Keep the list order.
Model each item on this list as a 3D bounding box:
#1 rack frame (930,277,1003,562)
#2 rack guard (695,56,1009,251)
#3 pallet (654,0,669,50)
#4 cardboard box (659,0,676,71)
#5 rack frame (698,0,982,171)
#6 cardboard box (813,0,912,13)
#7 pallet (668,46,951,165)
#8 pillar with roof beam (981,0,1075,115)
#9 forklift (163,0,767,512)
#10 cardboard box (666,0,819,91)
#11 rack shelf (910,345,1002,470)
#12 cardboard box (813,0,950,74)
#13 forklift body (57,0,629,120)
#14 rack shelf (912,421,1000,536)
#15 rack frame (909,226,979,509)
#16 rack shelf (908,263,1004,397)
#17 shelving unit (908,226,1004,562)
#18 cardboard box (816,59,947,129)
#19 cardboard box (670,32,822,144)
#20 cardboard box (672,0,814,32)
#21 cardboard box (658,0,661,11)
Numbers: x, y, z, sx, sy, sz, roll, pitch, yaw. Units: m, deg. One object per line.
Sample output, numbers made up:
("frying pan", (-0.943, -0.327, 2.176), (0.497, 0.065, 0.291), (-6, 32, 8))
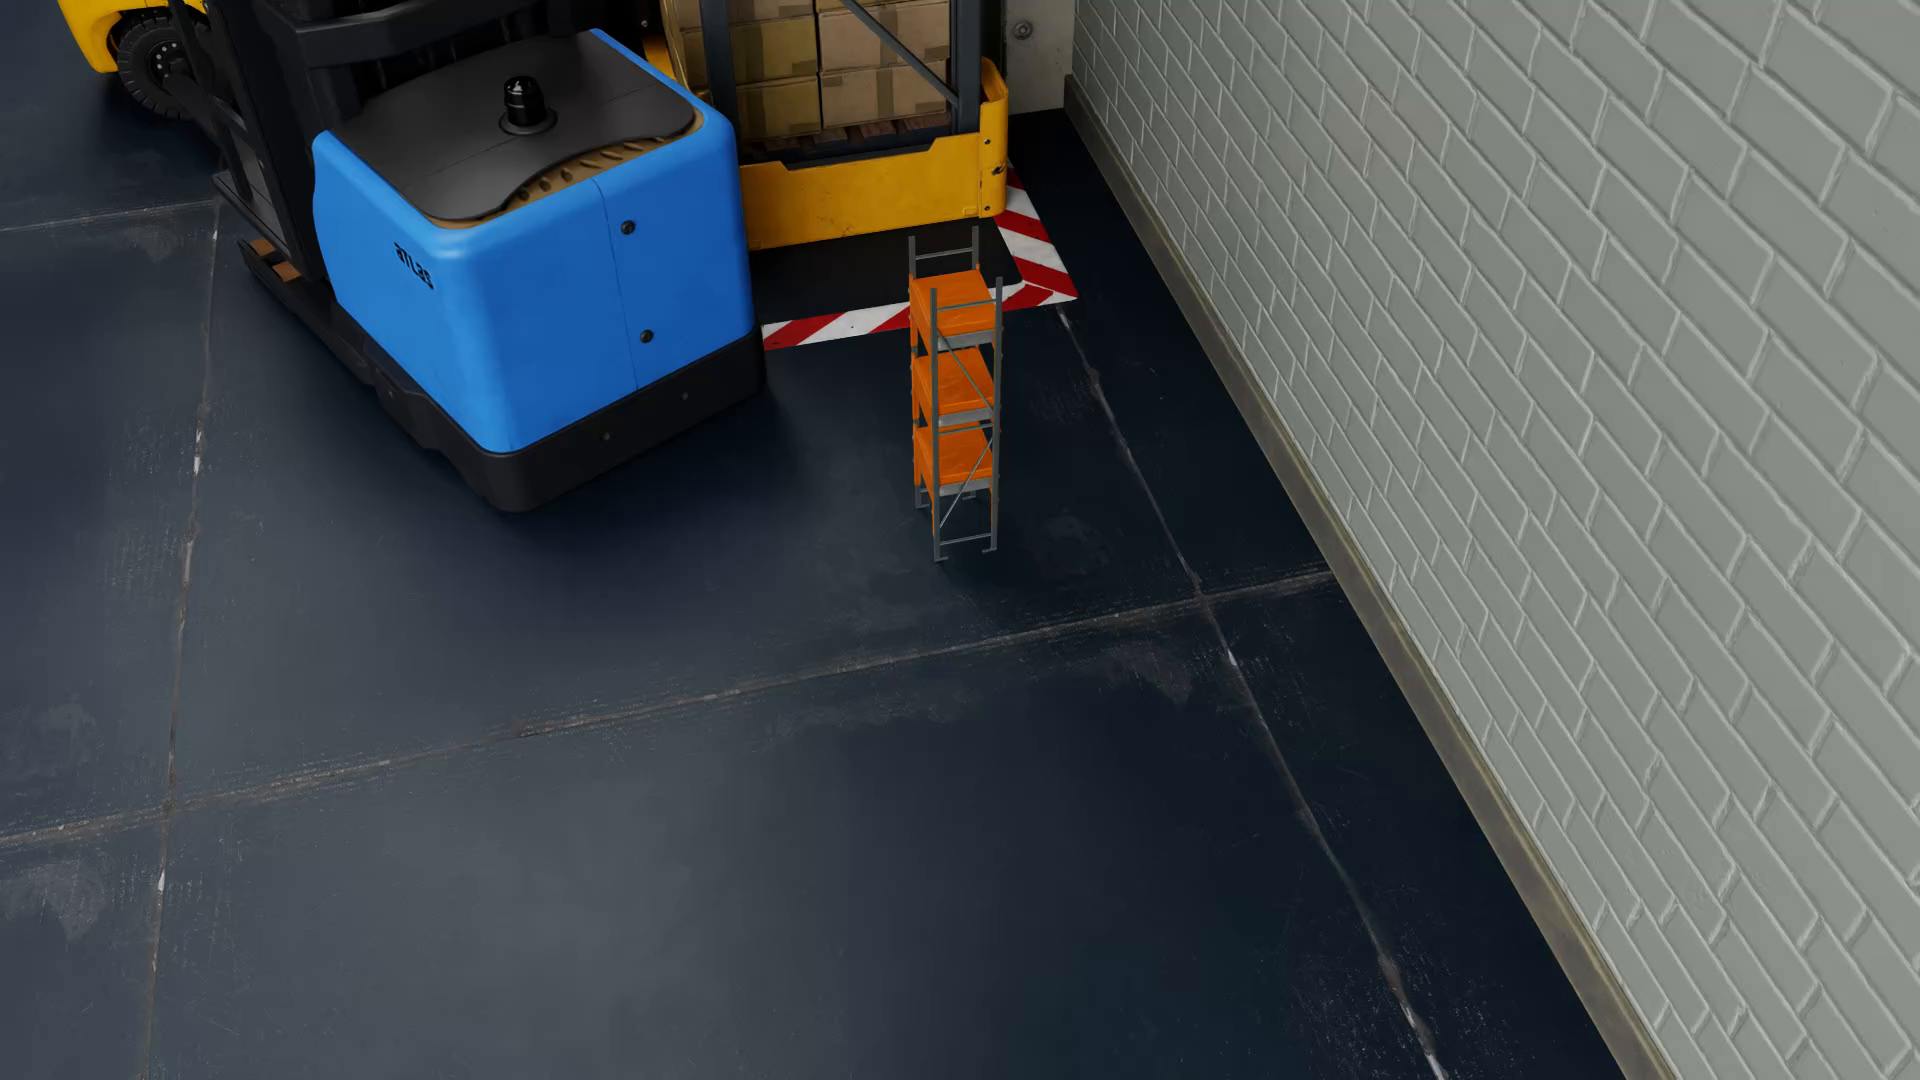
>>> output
("rack frame", (0.017, -0.320, 4.829), (0.200, 1.050, 0.008), (-11, 47, -10))
("rack guard", (-0.413, -1.464, 6.335), (1.175, 0.500, 0.348), (-11, 47, -10))
("pallet", (-0.964, -2.740, 7.788), (1.003, 0.211, 1.213), (-11, 47, -10))
("cardboard box", (-0.963, -2.152, 6.890), (0.500, 0.250, 0.500), (-11, 47, -10))
("rack frame", (-0.419, -2.355, 5.458), (1.000, 3.000, 0.127), (-11, 47, -10))
("cardboard box", (-0.359, -2.256, 6.292), (0.500, 0.250, 0.500), (-11, 47, -11))
("pallet", (-0.655, -1.900, 6.964), (1.003, 0.211, 1.213), (-11, 47, -10))
("pillar with roof beam", (-3.888, -4.314, 3.177), (9.100, 9.000, 0.400), (-11, 47, -10))
("forklift", (-2.008, -2.093, 5.249), (1.130, 2.935, 3.031), (-32, 54, -27))
("cardboard box", (-0.846, -1.994, 6.385), (0.500, 0.250, 0.500), (-11, 47, -11))
("rack shelf", (-0.014, -0.397, 4.919), (0.215, 0.259, 0.240), (-11, 47, -10))
("cardboard box", (-0.339, -2.078, 6.467), (0.500, 0.250, 0.500), (-10, 46, -10))
("forklift body", (-2.668, -3.034, 6.717), (2.313, 2.155, 1.214), (-11, 47, -10))
("rack shelf", (-0.014, -0.202, 5.117), (0.215, 0.259, 0.240), (-11, 47, -10))
("rack frame", (-0.045, -0.489, 4.994), (0.200, 1.050, 0.008), (-11, 47, -10))
("rack shelf", (-0.014, -0.596, 4.716), (0.215, 0.259, 0.240), (-11, 47, -10))
("shelving unit", (-0.014, -0.404, 4.911), (0.215, 1.050, 0.252), (-11, 47, -10))
("cardboard box", (-0.356, -1.915, 6.658), (0.500, 0.250, 0.500), (-11, 47, -10))
("cardboard box", (-0.845, -1.807, 6.551), (0.500, 0.250, 0.500), (-10, 46, -10))
("cardboard box", (-0.838, -2.151, 6.189), (0.500, 0.250, 0.500), (-9, 46, -9))
("cardboard box", (-1.082, -2.499, 7.230), (0.500, 0.250, 0.500), (-10, 46, -10))
